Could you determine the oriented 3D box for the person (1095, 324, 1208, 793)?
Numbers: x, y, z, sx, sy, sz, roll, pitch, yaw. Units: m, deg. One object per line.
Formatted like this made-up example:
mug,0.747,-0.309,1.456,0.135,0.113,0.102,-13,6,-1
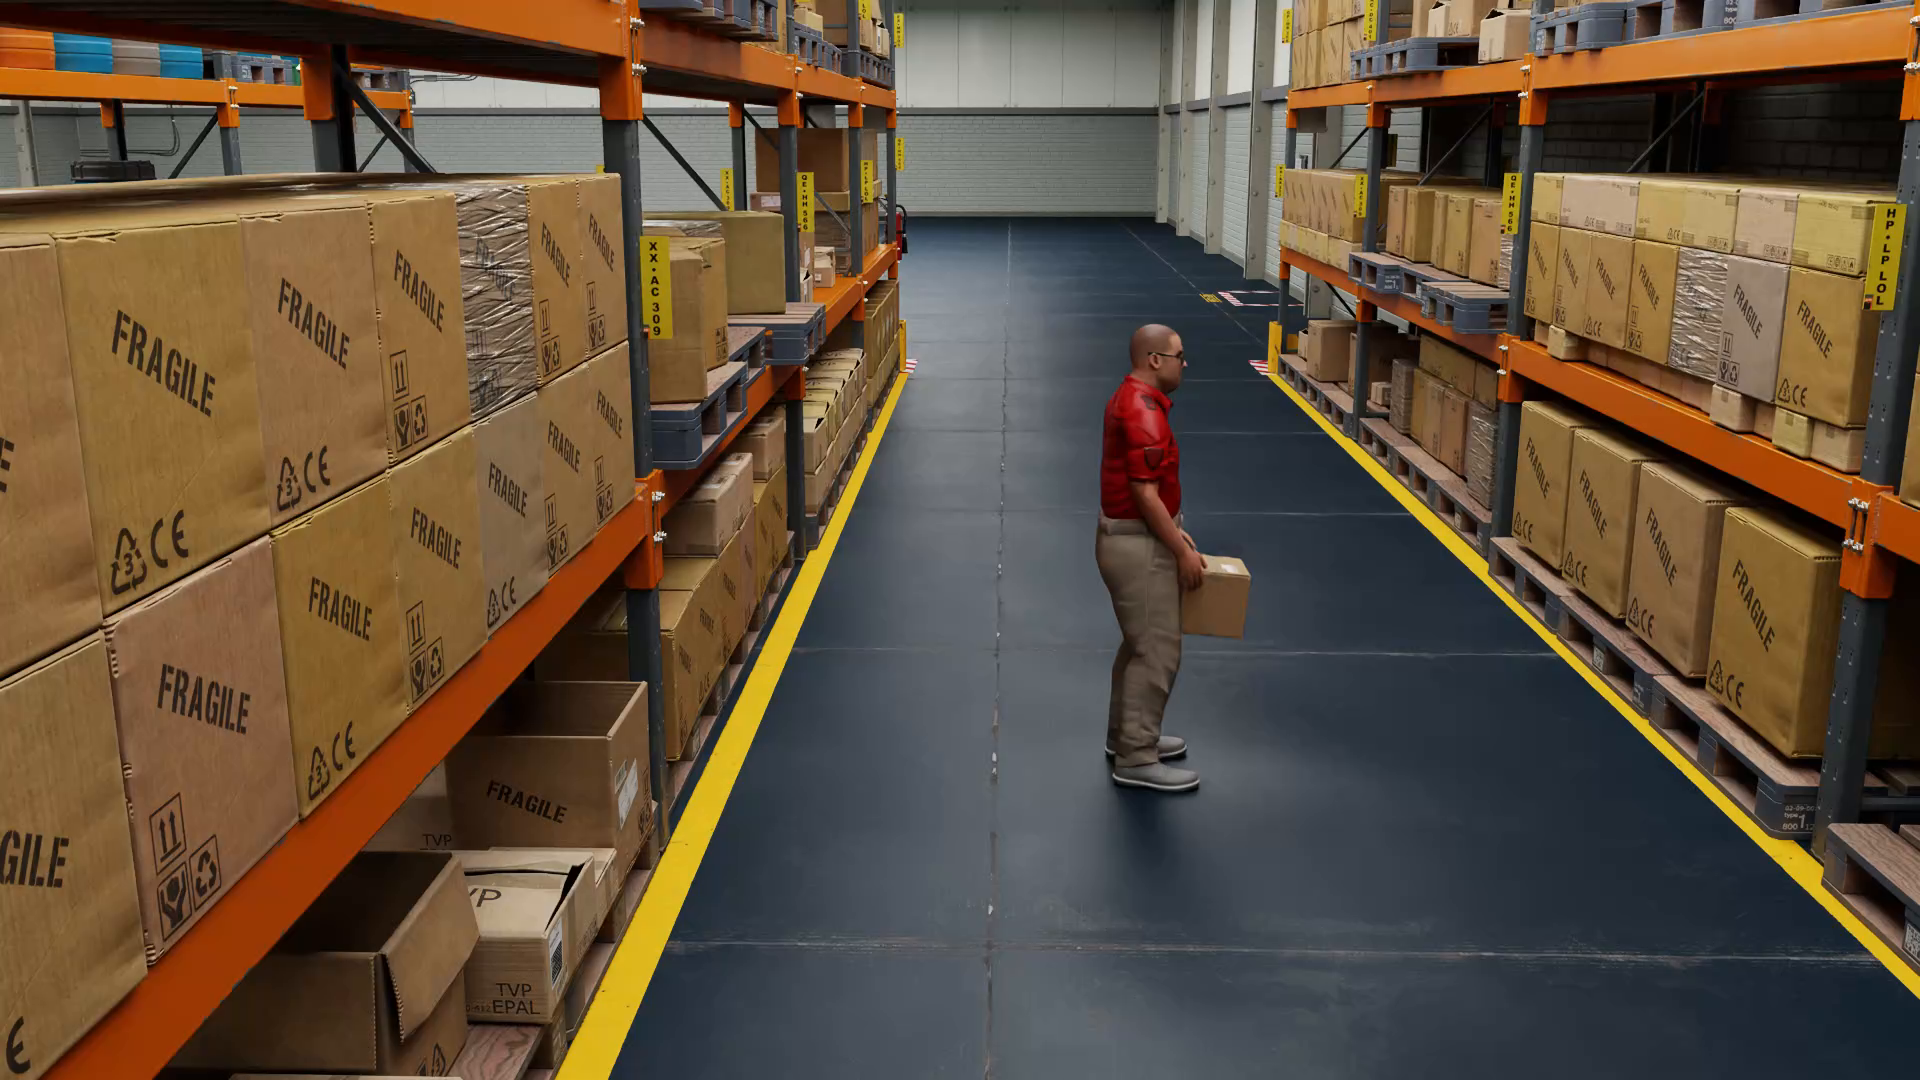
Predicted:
person,0.721,0.049,6.317,0.405,1.732,0.547,0,14,0
